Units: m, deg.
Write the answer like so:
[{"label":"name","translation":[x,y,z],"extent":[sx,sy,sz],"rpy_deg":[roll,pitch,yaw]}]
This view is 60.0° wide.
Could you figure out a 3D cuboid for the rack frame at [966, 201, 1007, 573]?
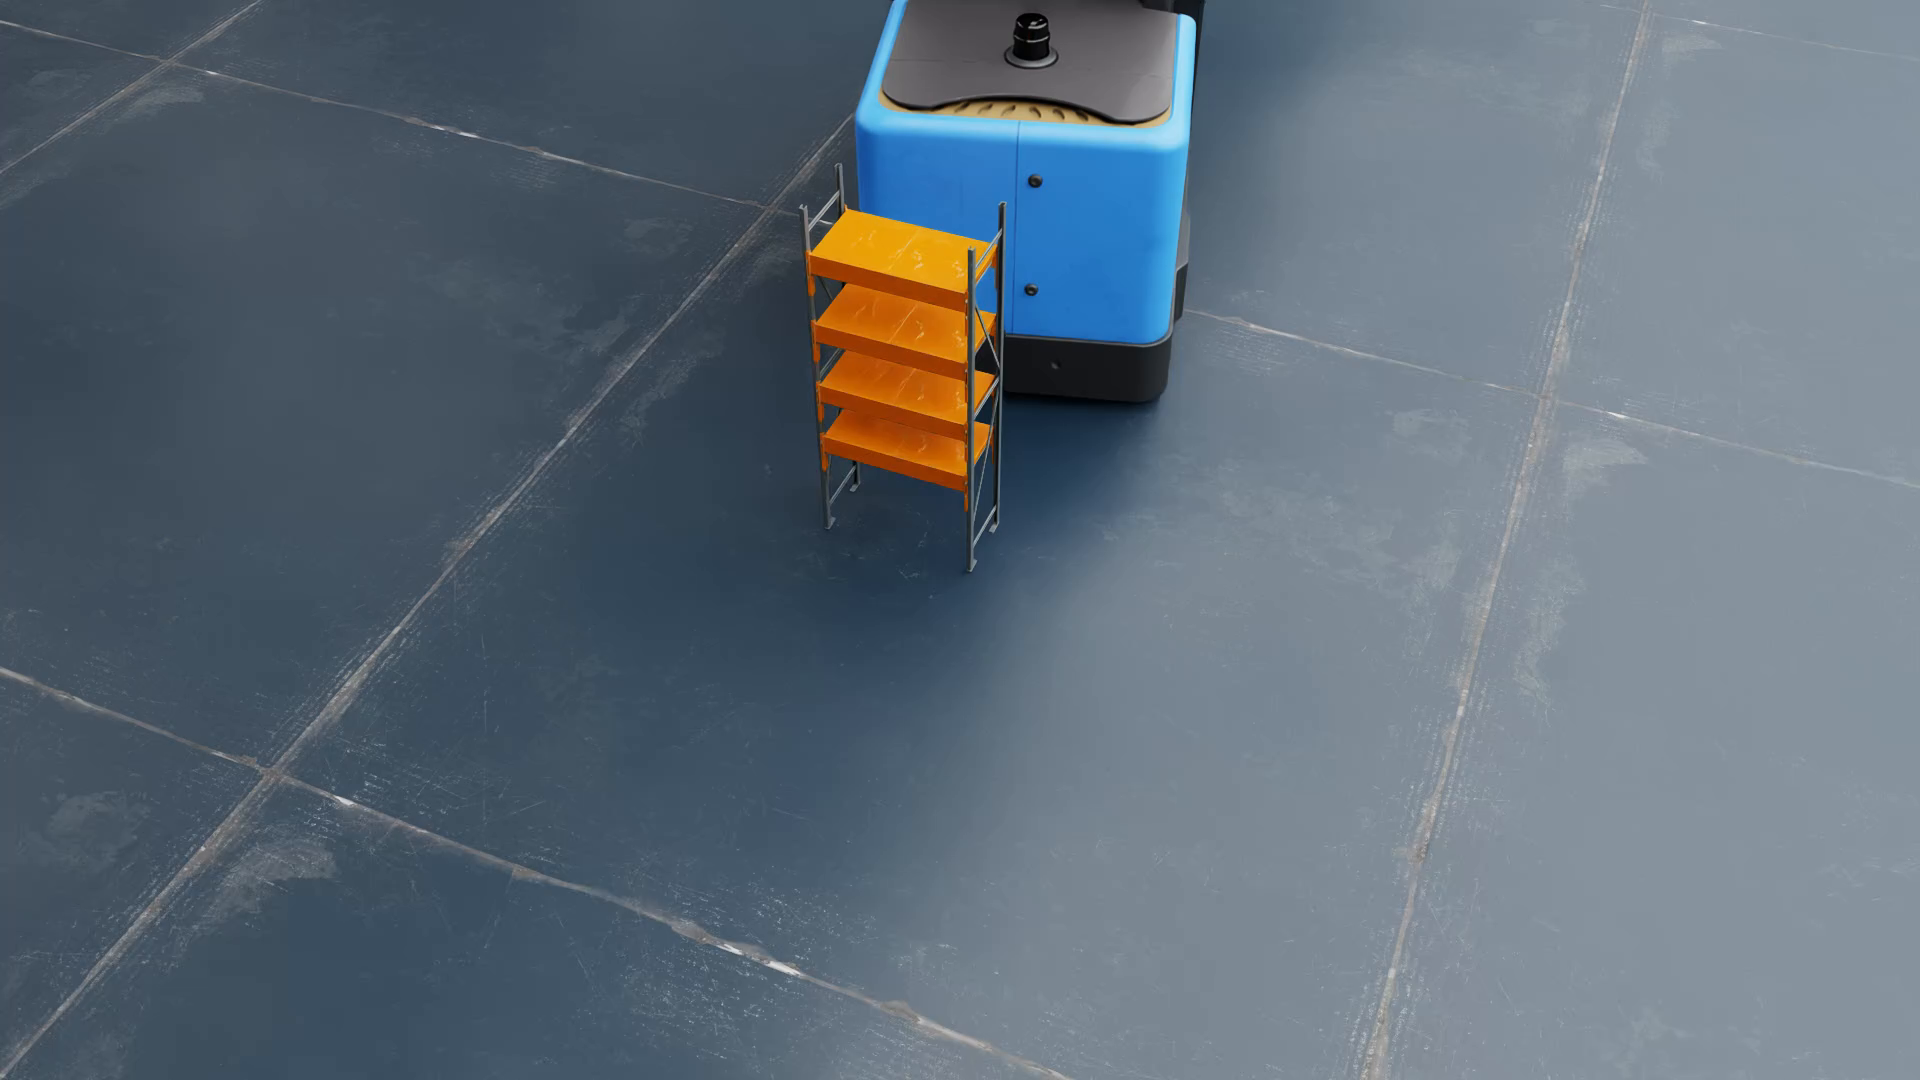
[{"label":"rack frame","translation":[0.072,-0.404,4.805],"extent":[0.015,1.200,0.240],"rpy_deg":[16,47,16]}]

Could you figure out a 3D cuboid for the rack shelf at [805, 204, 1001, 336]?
[{"label":"rack shelf","translation":[-0.153,-0.749,4.595],"extent":[0.480,0.148,0.258],"rpy_deg":[16,47,16]}]

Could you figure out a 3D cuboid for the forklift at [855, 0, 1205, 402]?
[{"label":"forklift","translation":[0.365,-2.550,5.734],"extent":[1.130,2.935,3.031],"rpy_deg":[5,45,5]}]

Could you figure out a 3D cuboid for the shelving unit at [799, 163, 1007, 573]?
[{"label":"shelving unit","translation":[-0.153,-0.470,4.872],"extent":[0.503,1.200,0.258],"rpy_deg":[16,47,16]}]

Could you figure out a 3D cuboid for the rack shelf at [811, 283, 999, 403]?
[{"label":"rack shelf","translation":[-0.153,-0.581,4.762],"extent":[0.480,0.148,0.258],"rpy_deg":[16,47,16]}]

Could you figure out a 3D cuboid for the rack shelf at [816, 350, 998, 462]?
[{"label":"rack shelf","translation":[-0.153,-0.423,4.919],"extent":[0.480,0.148,0.258],"rpy_deg":[16,47,16]}]

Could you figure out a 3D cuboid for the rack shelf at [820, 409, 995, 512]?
[{"label":"rack shelf","translation":[-0.153,-0.282,5.059],"extent":[0.480,0.148,0.258],"rpy_deg":[16,47,16]}]

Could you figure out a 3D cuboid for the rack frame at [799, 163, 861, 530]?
[{"label":"rack frame","translation":[-0.378,-0.537,4.939],"extent":[0.015,1.200,0.240],"rpy_deg":[16,47,16]}]
